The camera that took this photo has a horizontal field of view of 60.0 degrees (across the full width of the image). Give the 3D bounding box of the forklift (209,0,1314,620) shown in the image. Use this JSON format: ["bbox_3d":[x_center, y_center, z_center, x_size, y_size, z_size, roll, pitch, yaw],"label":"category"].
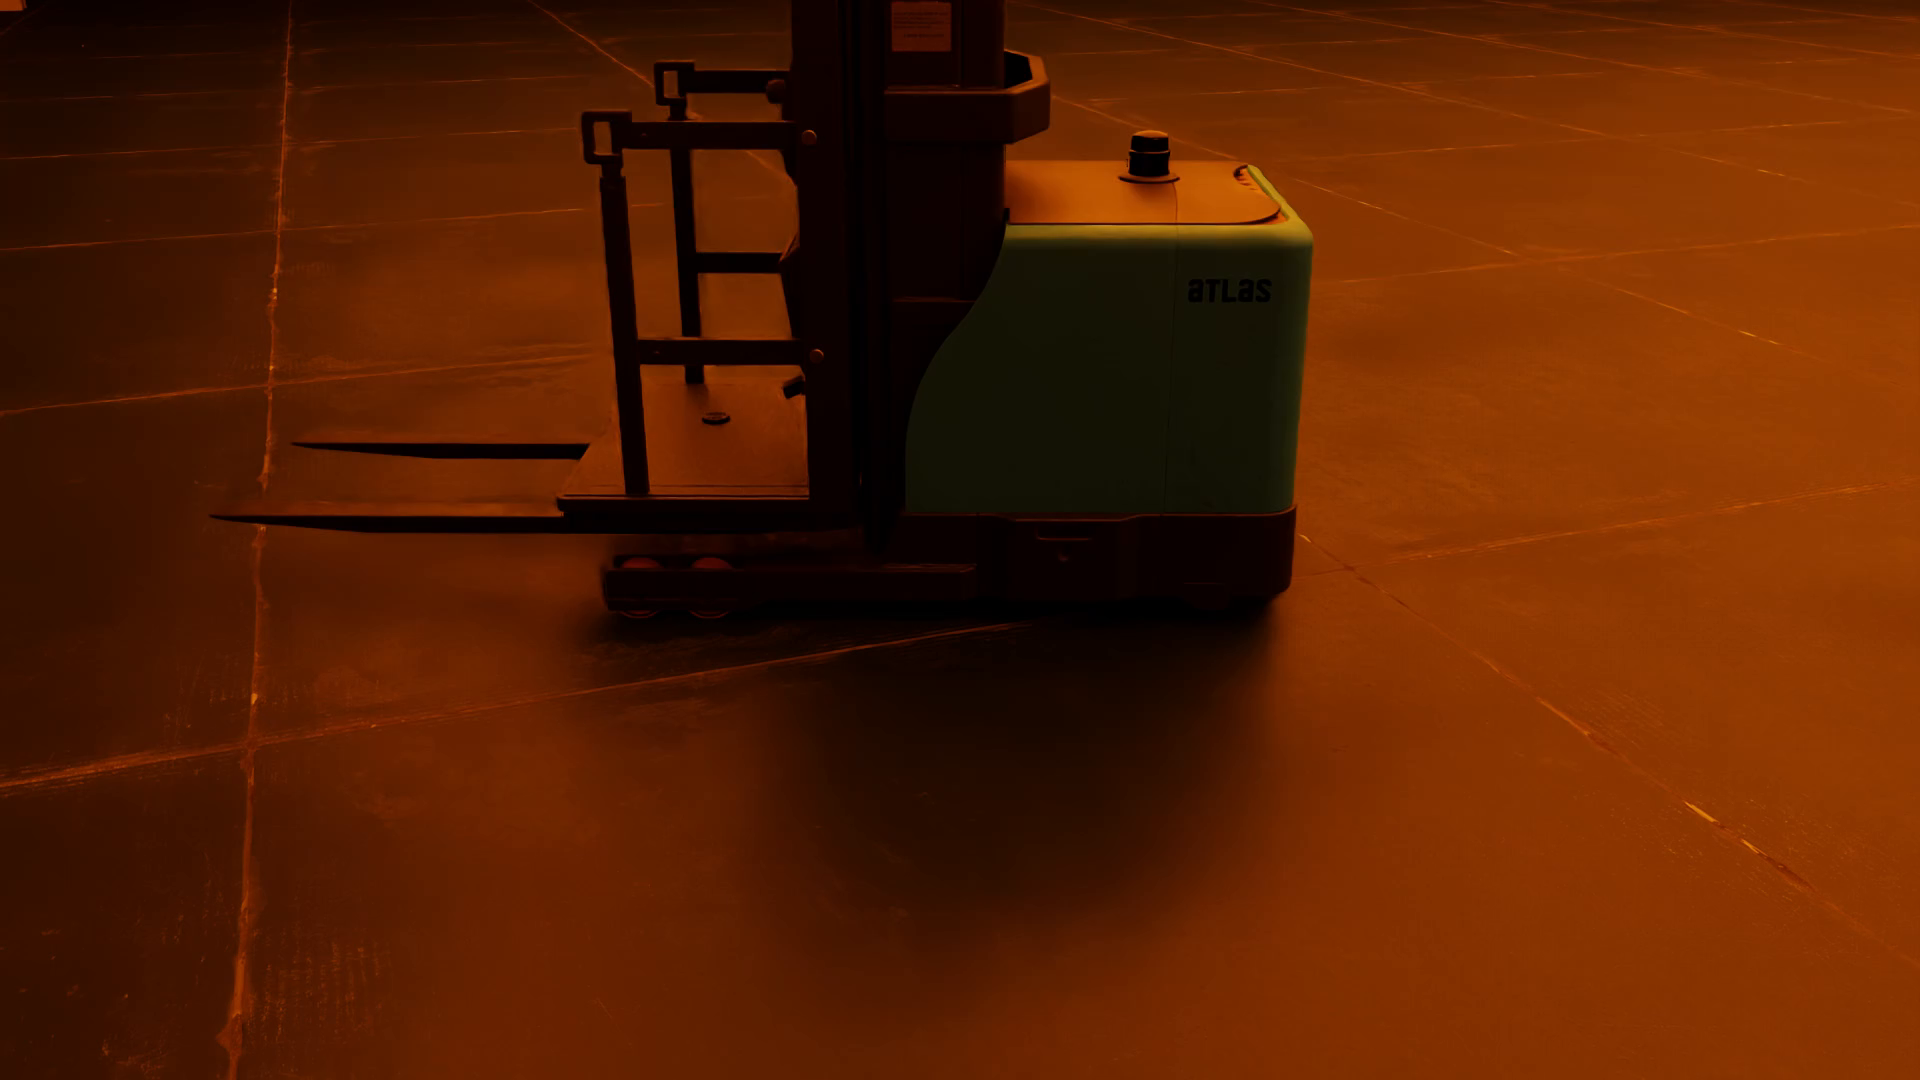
[{"bbox_3d":[-0.595,-1.338,4.481,3.031,2.935,1.130,0,23,1],"label":"forklift"}]
